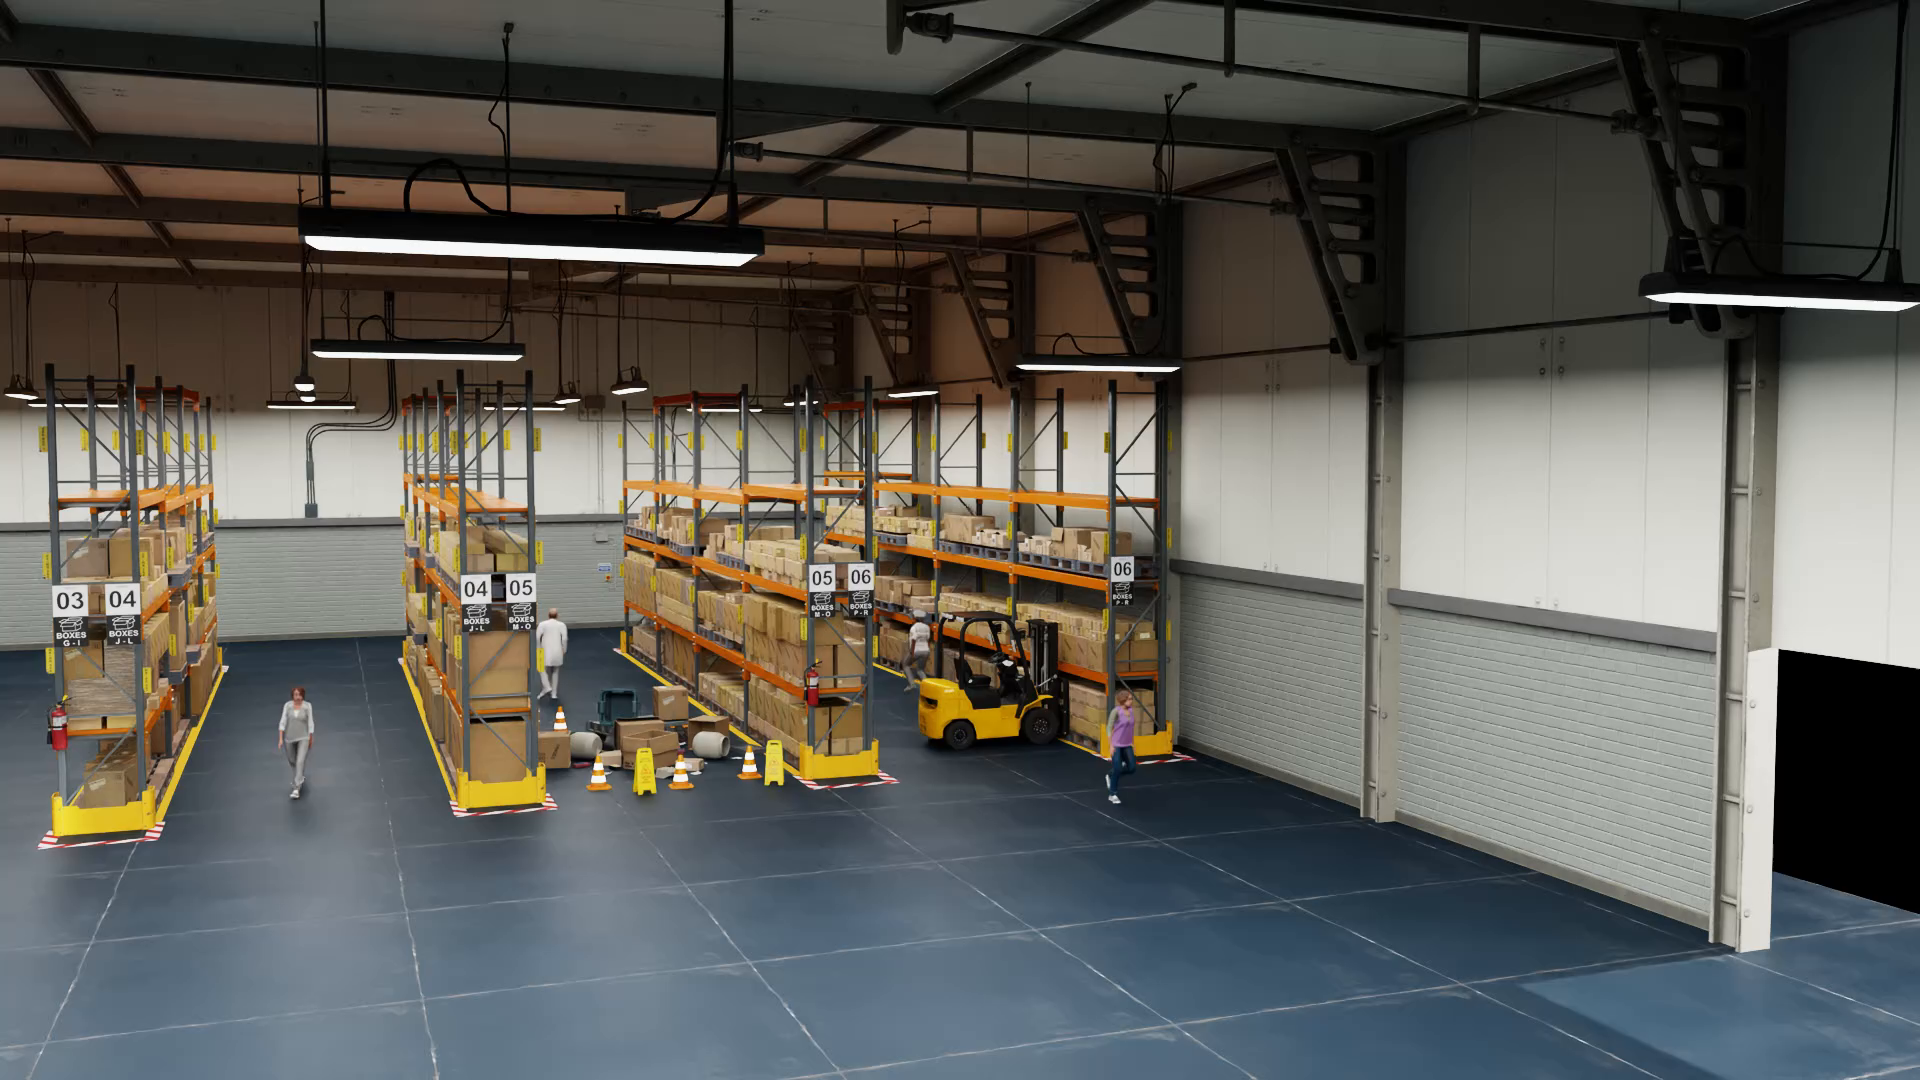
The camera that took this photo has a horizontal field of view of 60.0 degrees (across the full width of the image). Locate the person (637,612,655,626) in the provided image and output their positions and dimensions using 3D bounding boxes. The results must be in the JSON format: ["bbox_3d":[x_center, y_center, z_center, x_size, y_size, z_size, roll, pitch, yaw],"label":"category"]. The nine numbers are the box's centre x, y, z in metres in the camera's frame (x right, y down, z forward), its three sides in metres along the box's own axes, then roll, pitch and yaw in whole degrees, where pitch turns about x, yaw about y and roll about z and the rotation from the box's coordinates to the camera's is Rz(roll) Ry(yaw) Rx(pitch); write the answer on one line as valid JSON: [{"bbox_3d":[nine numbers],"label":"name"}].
[{"bbox_3d":[-7.821,1.707,41.426,0.914,1.744,0.554,-2,4,-35],"label":"person"}]

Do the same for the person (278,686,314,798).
[{"bbox_3d":[-9.424,2.854,23.649,0.441,1.521,0.937,-1,3,-11],"label":"person"}]

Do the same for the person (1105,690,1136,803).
[{"bbox_3d":[2.193,2.867,23.239,0.479,1.577,0.512,-3,4,-37],"label":"person"}]

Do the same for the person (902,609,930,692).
[{"bbox_3d":[-0.772,2.123,31.779,0.485,1.594,0.677,-2,4,-34],"label":"person"}]

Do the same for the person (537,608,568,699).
[{"bbox_3d":[-7.970,2.231,32.479,0.631,1.752,0.703,-1,4,-20],"label":"person"}]
